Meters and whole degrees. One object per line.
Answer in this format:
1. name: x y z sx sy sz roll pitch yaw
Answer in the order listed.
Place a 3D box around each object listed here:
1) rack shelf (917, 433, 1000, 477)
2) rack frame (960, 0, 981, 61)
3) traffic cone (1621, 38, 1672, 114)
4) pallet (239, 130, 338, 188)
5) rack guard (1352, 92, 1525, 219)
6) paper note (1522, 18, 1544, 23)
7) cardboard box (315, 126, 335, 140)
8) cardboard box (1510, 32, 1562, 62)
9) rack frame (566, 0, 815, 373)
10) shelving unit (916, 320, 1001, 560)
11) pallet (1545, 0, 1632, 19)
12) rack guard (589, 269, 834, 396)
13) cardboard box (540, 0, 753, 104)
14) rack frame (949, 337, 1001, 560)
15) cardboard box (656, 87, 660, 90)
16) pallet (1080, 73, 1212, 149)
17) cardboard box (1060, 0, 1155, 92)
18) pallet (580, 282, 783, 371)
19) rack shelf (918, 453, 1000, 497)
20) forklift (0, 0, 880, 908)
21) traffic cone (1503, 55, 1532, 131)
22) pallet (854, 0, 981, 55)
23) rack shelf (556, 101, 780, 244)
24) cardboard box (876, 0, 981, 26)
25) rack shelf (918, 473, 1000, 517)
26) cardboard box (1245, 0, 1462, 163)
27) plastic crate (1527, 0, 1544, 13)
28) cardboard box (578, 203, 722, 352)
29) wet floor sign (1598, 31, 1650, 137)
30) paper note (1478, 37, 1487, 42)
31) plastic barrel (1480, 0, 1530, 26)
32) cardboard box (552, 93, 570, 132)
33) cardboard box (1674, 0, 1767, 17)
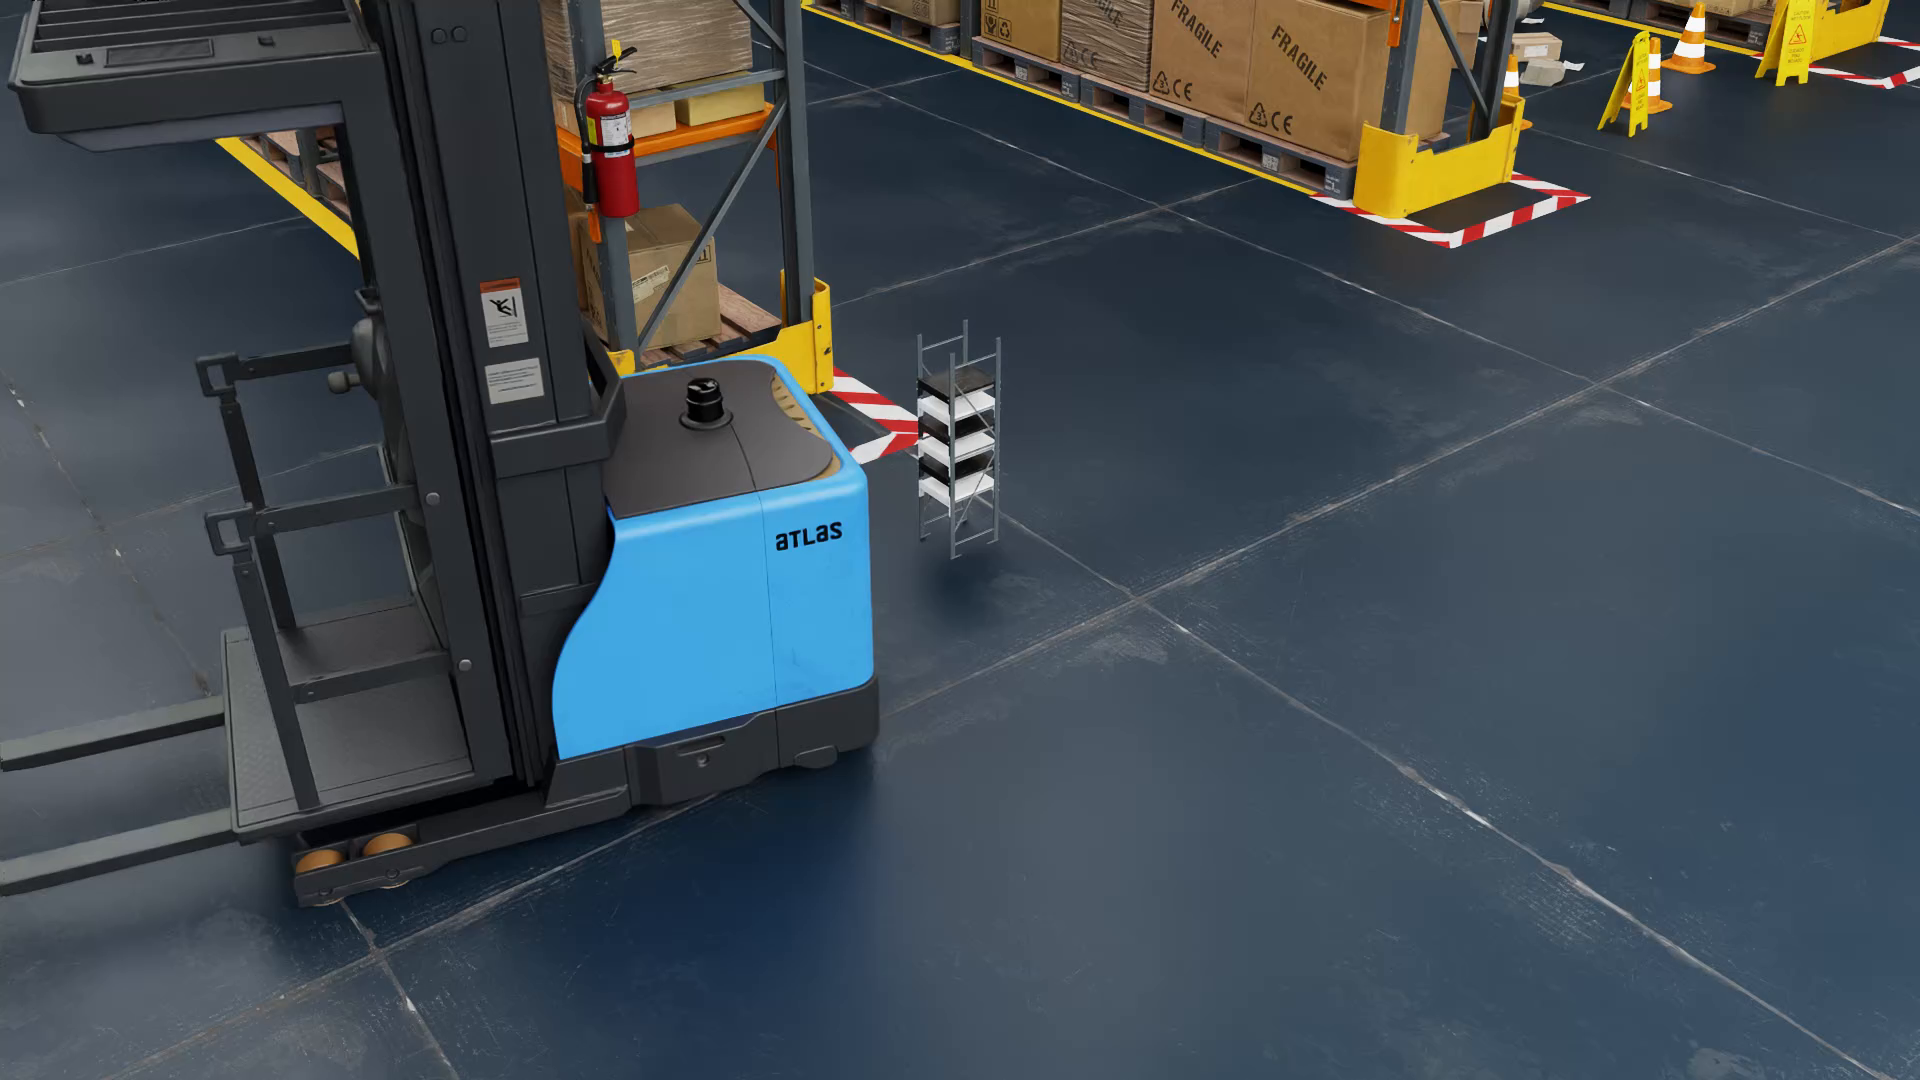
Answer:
1. rack shelf: -0.005 -0.357 6.536 0.258 0.077 0.200 -22 38 -31
2. rack frame: 0.431 -5.087 12.097 1.000 3.000 0.127 -22 38 -31
3. traffic cone: 4.781 -3.247 11.539 0.336 0.463 0.334 -22 38 -31
4. pallet: -4.028 -2.663 10.838 1.003 0.211 1.213 -22 38 -31
5. rack guard: 2.899 -2.348 10.056 1.175 0.500 0.348 -22 38 -31
6. paper note: 4.664 -4.231 13.533 0.148 0.019 0.142 18 36 27
7. cardboard box: -3.908 -2.912 10.548 0.700 0.500 0.500 -26 40 -35
8. cardboard box: 4.333 -3.745 12.638 0.380 0.149 0.250 -4 32 -7
9. rack frame: -1.096 -1.857 6.897 1.000 3.000 0.127 -22 38 -31
10. shelving unit: -0.005 -0.386 6.518 0.258 0.900 0.210 -22 38 -31
11. pallet: 5.471 -4.768 14.227 1.003 0.211 1.213 -22 38 -31
12. rack guard: -1.143 -0.827 7.607 1.175 0.500 0.348 -22 38 -31
13. cardboard box: -1.412 -2.264 7.175 0.875 0.500 0.500 -22 38 -31
14. rack frame: 0.057 -0.343 6.450 0.240 0.900 0.006 -22 38 -31
15. cardboard box: -1.221 -2.057 7.456 0.380 0.149 0.250 -22 38 -31
16. pallet: 1.588 -3.051 11.462 1.003 0.211 1.213 -22 38 -31
17. cardboard box: 1.317 -3.703 11.485 0.875 0.875 0.875 -22 38 -31
18. pallet: -1.613 -1.054 8.247 1.003 0.211 1.213 -22 38 -31
19. rack shelf: -0.005 -0.281 6.583 0.258 0.077 0.200 -22 38 -31
20. forklift: -1.837 -0.466 4.722 3.031 2.935 1.130 -12 34 -19
21. traffic cone: 3.680 -3.023 11.178 0.336 0.463 0.334 -22 38 -31
22. pallet: -0.102 -4.199 13.311 1.003 0.211 1.213 -22 38 -31
23. rack shelf: -2.323 -2.385 8.429 1.077 0.370 4.000 -22 38 -31
24. cardboard box: -0.021 -4.539 12.949 1.050 0.750 0.750 -22 38 -32
25. rack shelf: -0.005 -0.204 6.631 0.258 0.077 0.200 -22 38 -31
26. cardboard box: 2.416 -2.957 10.283 0.875 0.875 0.875 -22 38 -31
27. plastic crate: 4.594 -4.570 14.033 0.583 0.080 0.402 18 36 27
28. cardboard box: -1.466 -1.239 7.873 0.500 0.500 0.500 -15 35 -23
29. wet floor sign: 4.466 -3.048 11.046 0.232 0.644 0.267 26 40 35
30. paper note: 4.178 -3.950 13.091 0.148 0.019 0.142 -10 33 -15
31. plastic barrel: 4.269 -4.340 13.336 0.512 0.421 0.421 1 32 2
32. cardboard box: -1.587 -1.907 7.215 0.380 0.149 0.250 -22 38 -31
33. cardboard box: 6.009 -4.333 13.092 0.500 0.250 0.500 -22 38 -32
